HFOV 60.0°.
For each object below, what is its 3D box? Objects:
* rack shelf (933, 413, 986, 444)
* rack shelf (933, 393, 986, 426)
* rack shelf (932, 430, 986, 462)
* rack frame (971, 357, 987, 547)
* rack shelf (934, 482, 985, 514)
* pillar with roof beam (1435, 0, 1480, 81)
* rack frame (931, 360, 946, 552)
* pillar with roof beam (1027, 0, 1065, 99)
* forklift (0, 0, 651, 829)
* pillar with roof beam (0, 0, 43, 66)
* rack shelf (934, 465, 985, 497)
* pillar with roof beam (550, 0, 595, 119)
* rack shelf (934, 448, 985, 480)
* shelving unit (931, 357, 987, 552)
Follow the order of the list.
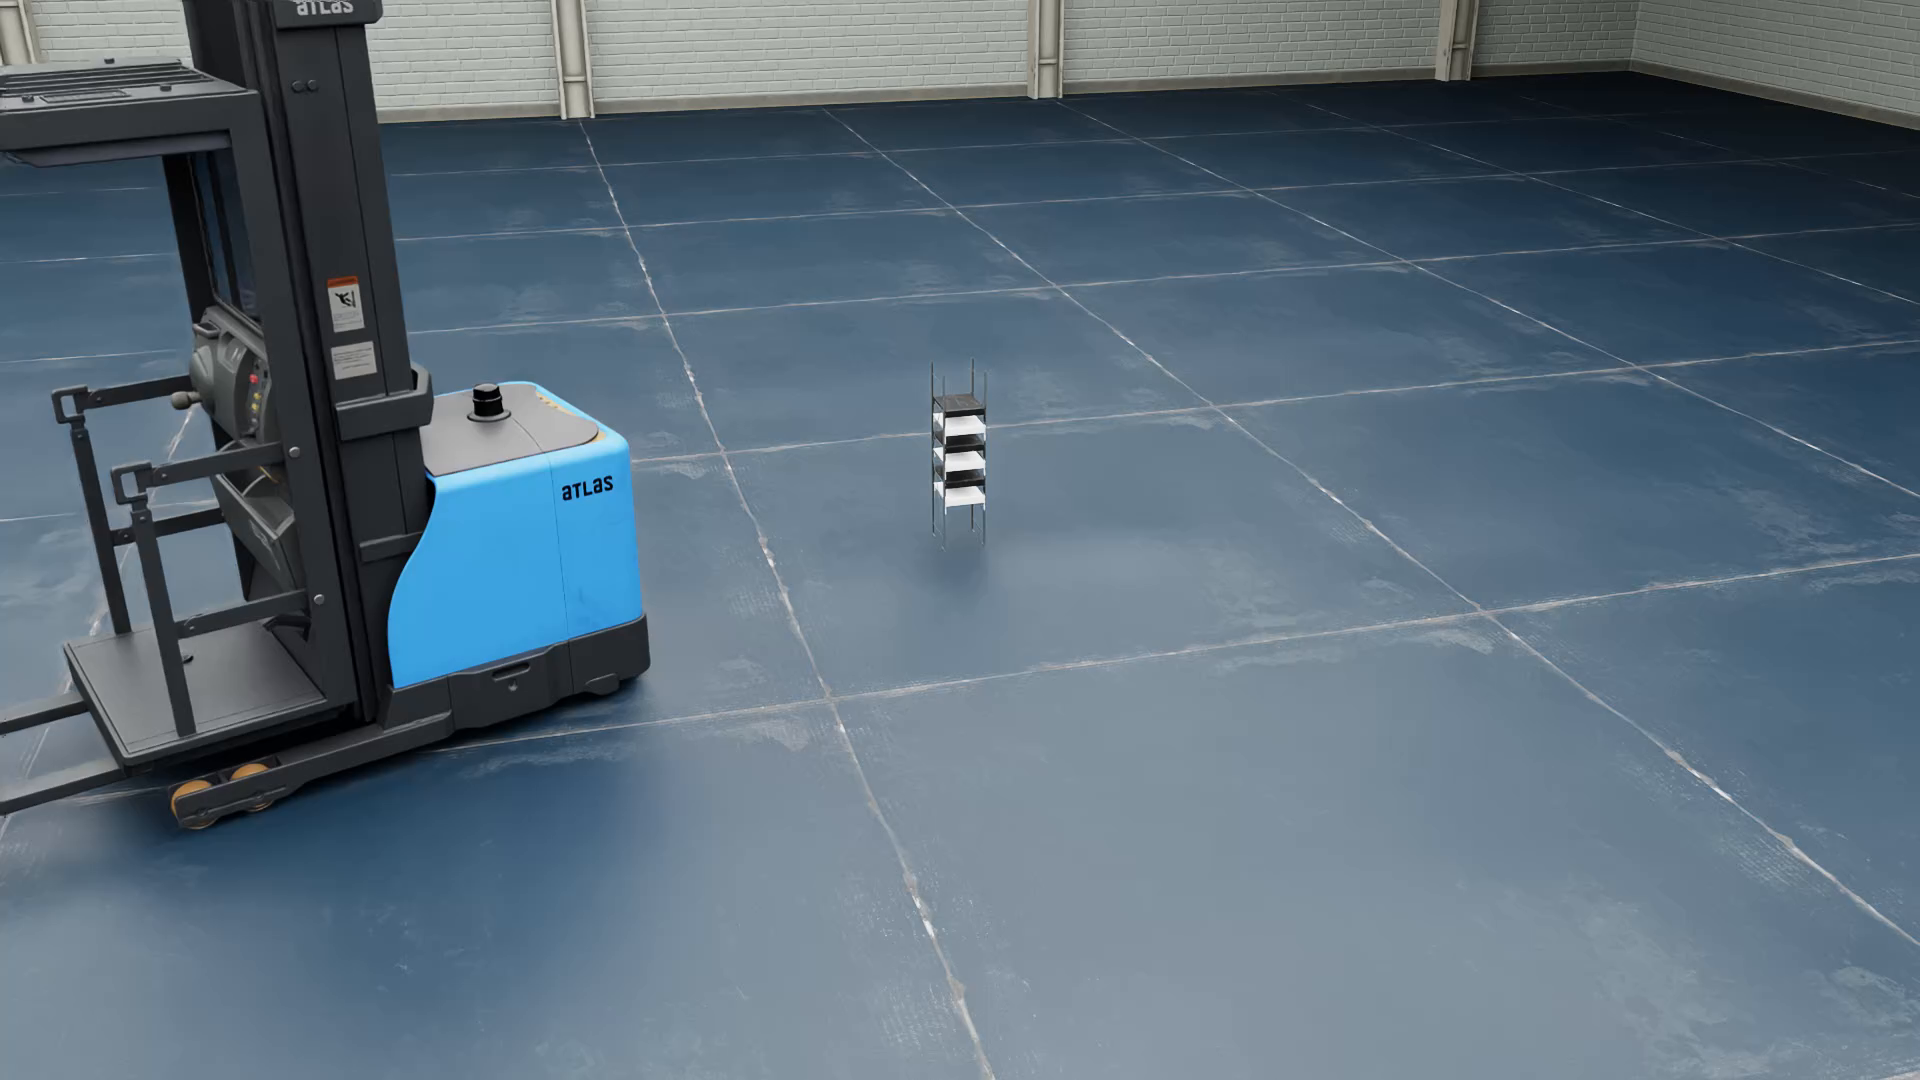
[{"bbox_3d":[-0.008,-0.547,8.013,0.200,0.077,0.258,-6,24,-14],"label":"rack shelf"},{"bbox_3d":[-0.008,-0.630,7.977,0.200,0.077,0.258,-6,24,-14],"label":"rack shelf"},{"bbox_3d":[-0.008,-0.465,8.048,0.200,0.077,0.258,-6,24,-14],"label":"rack shelf"},{"bbox_3d":[0.090,-0.424,8.096,0.006,0.900,0.240,-6,24,-14],"label":"rack frame"},{"bbox_3d":[-0.008,-0.217,8.155,0.200,0.077,0.258,-6,24,-14],"label":"rack shelf"},{"bbox_3d":[8.050,-8.949,17.695,0.400,9.000,9.100,-6,24,-14],"label":"pillar with roof beam"},{"bbox_3d":[-0.106,-0.402,8.045,0.006,0.900,0.240,-6,24,-14],"label":"rack frame"},{"bbox_3d":[2.273,-8.310,16.205,0.400,9.000,9.100,-6,24,-14],"label":"pillar with roof beam"},{"bbox_3d":[-2.764,-0.563,5.844,3.031,2.935,1.130,-16,28,-33],"label":"forklift"},{"bbox_3d":[-9.281,-7.032,13.226,0.400,9.000,9.100,-6,24,-14],"label":"pillar with roof beam"},{"bbox_3d":[-0.008,-0.299,8.119,0.200,0.077,0.258,-6,24,-14],"label":"rack shelf"},{"bbox_3d":[-3.504,-7.671,14.716,0.400,9.000,9.100,-6,24,-14],"label":"pillar with roof beam"},{"bbox_3d":[-0.008,-0.382,8.084,0.200,0.077,0.258,-6,24,-14],"label":"rack shelf"},{"bbox_3d":[-0.008,-0.413,8.071,0.210,0.900,0.258,-6,24,-14],"label":"shelving unit"}]
